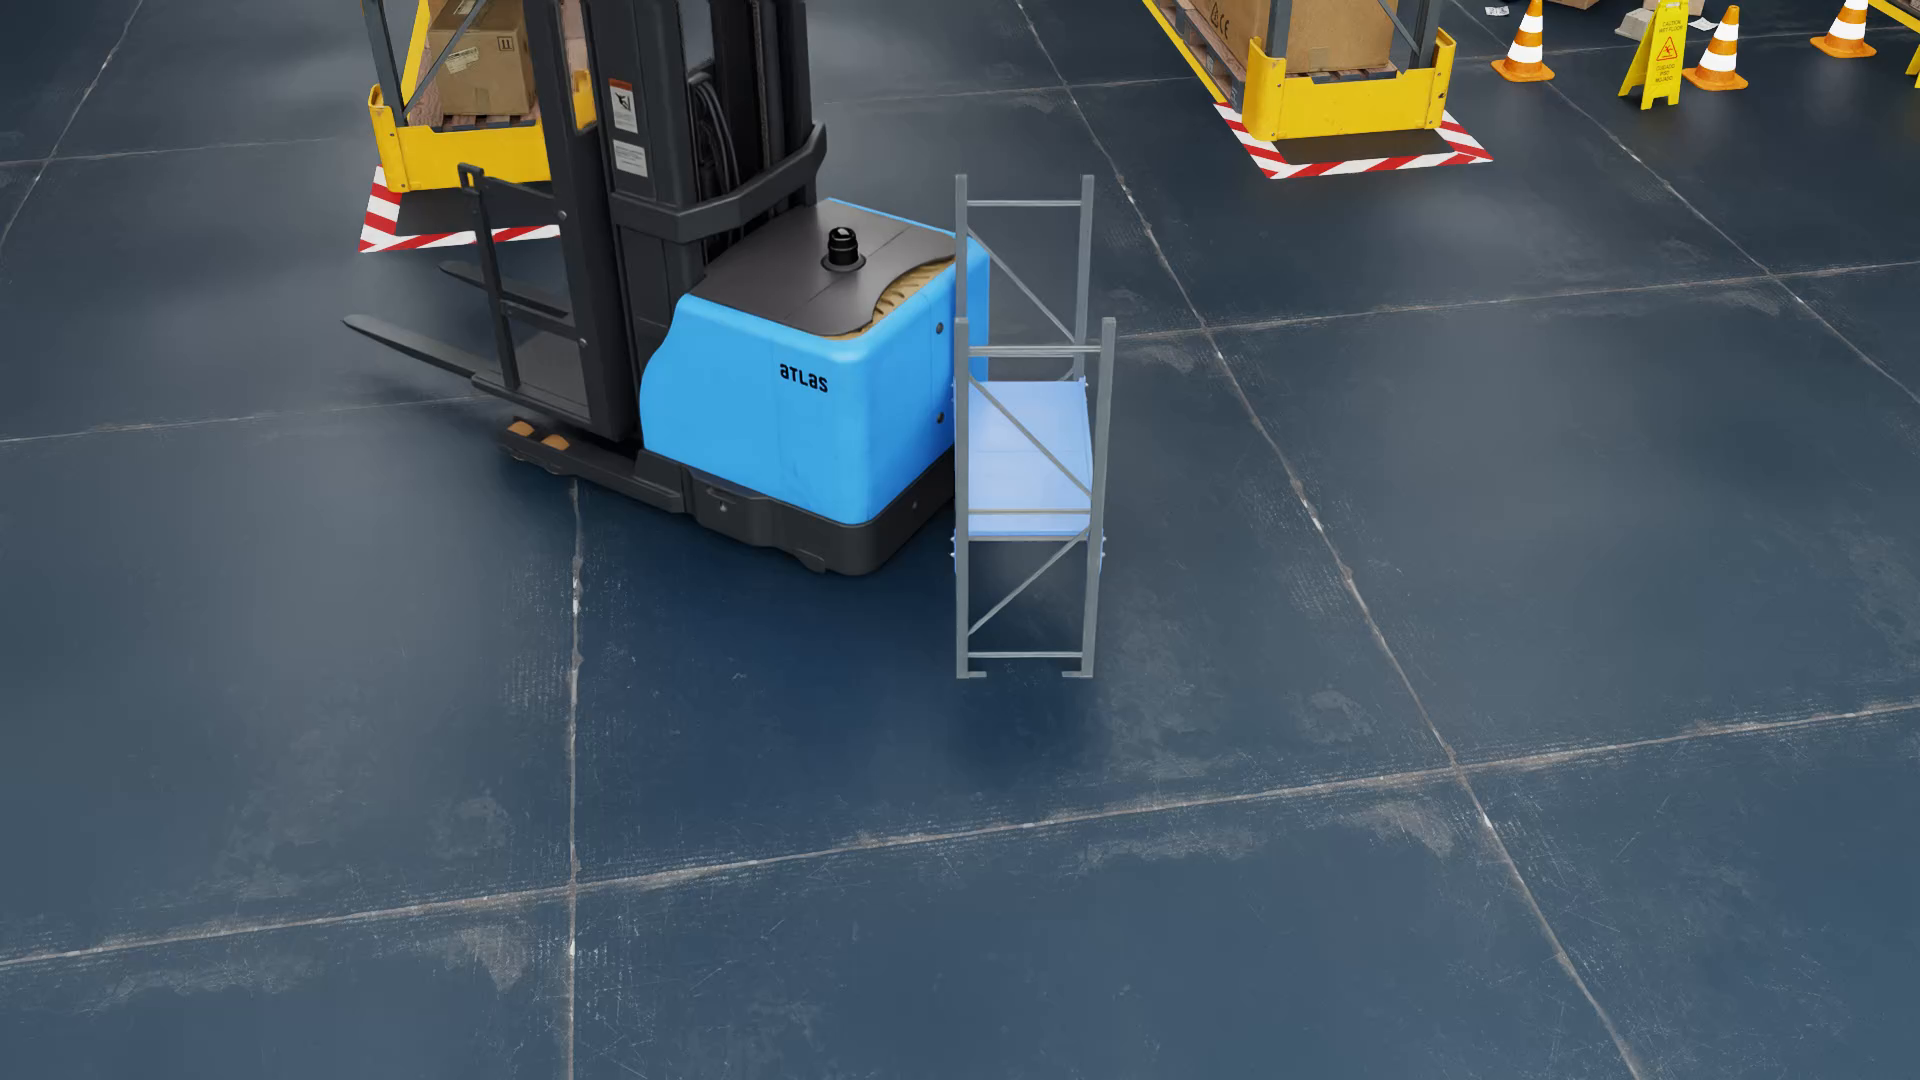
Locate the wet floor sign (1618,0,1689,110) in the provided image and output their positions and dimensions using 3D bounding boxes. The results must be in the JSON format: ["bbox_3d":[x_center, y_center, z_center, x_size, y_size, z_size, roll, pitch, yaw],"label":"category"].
[{"bbox_3d":[4.234,-2.966,10.041,0.267,0.644,0.232,-13,40,-16],"label":"wet floor sign"}]

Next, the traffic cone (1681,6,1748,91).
[{"bbox_3d":[4.756,-3.088,10.347,0.336,0.463,0.334,-6,38,-8],"label":"traffic cone"}]

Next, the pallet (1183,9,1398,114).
[{"bbox_3d":[2.062,-3.073,10.534,1.003,0.211,1.213,-6,38,-8],"label":"pallet"}]

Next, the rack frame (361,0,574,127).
[{"bbox_3d":[-2.622,-3.227,8.459,1.000,3.000,0.127,-6,38,-8],"label":"rack frame"}]

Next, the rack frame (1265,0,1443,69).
[{"bbox_3d":[2.279,-3.700,9.067,1.000,3.000,0.127,-6,38,-8],"label":"rack frame"}]

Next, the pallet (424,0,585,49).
[{"bbox_3d":[-2.953,-3.402,10.957,1.003,0.211,1.213,-6,38,-8],"label":"pallet"}]

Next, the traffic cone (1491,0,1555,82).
[{"bbox_3d":[3.584,-3.172,10.455,0.336,0.463,0.334,-6,38,-8],"label":"traffic cone"}]

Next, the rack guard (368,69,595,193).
[{"bbox_3d":[-2.635,-2.286,9.285,1.175,0.500,0.348,-6,38,-8],"label":"rack guard"}]

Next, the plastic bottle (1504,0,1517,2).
[{"bbox_3d":[3.790,-3.848,11.653,0.133,0.061,0.283,-20,42,-23],"label":"plastic bottle"}]

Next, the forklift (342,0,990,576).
[{"bbox_3d":[-1.396,-1.694,6.541,3.031,2.935,1.130,20,42,24],"label":"forklift"}]

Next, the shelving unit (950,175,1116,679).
[{"bbox_3d":[0.235,-0.405,6.049,0.538,1.500,1.048,0,38,0],"label":"shelving unit"}]

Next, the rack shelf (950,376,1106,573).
[{"bbox_3d":[0.235,-0.263,6.160,0.538,0.185,1.000,0,38,0],"label":"rack shelf"}]

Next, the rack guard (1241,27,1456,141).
[{"bbox_3d":[2.283,-2.698,9.816,1.175,0.500,0.348,-6,38,-8],"label":"rack guard"}]

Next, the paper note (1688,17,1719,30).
[{"bbox_3d":[5.009,-3.478,11.202,0.148,0.019,0.142,-20,42,-23],"label":"paper note"}]

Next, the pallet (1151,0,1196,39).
[{"bbox_3d":[1.851,-3.809,11.480,1.003,0.211,1.213,-6,38,-8],"label":"pallet"}]

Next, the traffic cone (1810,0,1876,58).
[{"bbox_3d":[5.789,-3.413,10.765,0.336,0.463,0.334,-6,38,-8],"label":"traffic cone"}]

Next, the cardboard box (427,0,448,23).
[{"bbox_3d":[-2.853,-3.143,10.045,0.500,0.500,0.500,3,38,4],"label":"cardboard box"}]

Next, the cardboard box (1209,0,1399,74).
[{"bbox_3d":[2.095,-3.429,10.109,0.875,0.875,0.875,-6,38,-8],"label":"cardboard box"}]

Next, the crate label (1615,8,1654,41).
[{"bbox_3d":[4.557,-3.427,11.050,0.250,0.136,0.298,-27,45,-31],"label":"crate label"}]

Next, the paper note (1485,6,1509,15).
[{"bbox_3d":[3.683,-3.631,11.401,0.144,0.017,0.142,6,38,8],"label":"paper note"}]

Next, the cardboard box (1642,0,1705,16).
[{"bbox_3d":[4.916,-3.742,11.445,0.380,0.149,0.250,13,40,16],"label":"cardboard box"}]

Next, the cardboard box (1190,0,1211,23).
[{"bbox_3d":[1.939,-3.960,10.792,0.875,0.875,0.875,-7,38,-9],"label":"cardboard box"}]

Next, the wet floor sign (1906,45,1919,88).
[{"bbox_3d":[6.115,-3.134,10.258,0.267,0.644,0.232,6,38,8],"label":"wet floor sign"}]

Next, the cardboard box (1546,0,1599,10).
[{"bbox_3d":[4.334,-4.096,11.612,0.637,0.503,0.797,27,45,30],"label":"cardboard box"}]

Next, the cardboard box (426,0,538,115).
[{"bbox_3d":[-2.715,-2.785,9.585,0.500,0.500,0.500,0,38,1],"label":"cardboard box"}]

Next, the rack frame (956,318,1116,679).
[{"bbox_3d":[0.236,-0.093,5.648,0.500,1.500,0.032,0,38,0],"label":"rack frame"}]

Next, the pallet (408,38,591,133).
[{"bbox_3d":[-2.743,-2.667,10.010,1.003,0.211,1.213,-6,38,-8],"label":"pallet"}]

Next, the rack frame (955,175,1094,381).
[{"bbox_3d":[0.234,-0.717,6.451,0.500,1.500,0.032,0,38,0],"label":"rack frame"}]

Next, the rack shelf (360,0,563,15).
[{"bbox_3d":[-2.972,-4.151,10.235,1.077,0.370,4.000,-6,38,-8],"label":"rack shelf"}]
